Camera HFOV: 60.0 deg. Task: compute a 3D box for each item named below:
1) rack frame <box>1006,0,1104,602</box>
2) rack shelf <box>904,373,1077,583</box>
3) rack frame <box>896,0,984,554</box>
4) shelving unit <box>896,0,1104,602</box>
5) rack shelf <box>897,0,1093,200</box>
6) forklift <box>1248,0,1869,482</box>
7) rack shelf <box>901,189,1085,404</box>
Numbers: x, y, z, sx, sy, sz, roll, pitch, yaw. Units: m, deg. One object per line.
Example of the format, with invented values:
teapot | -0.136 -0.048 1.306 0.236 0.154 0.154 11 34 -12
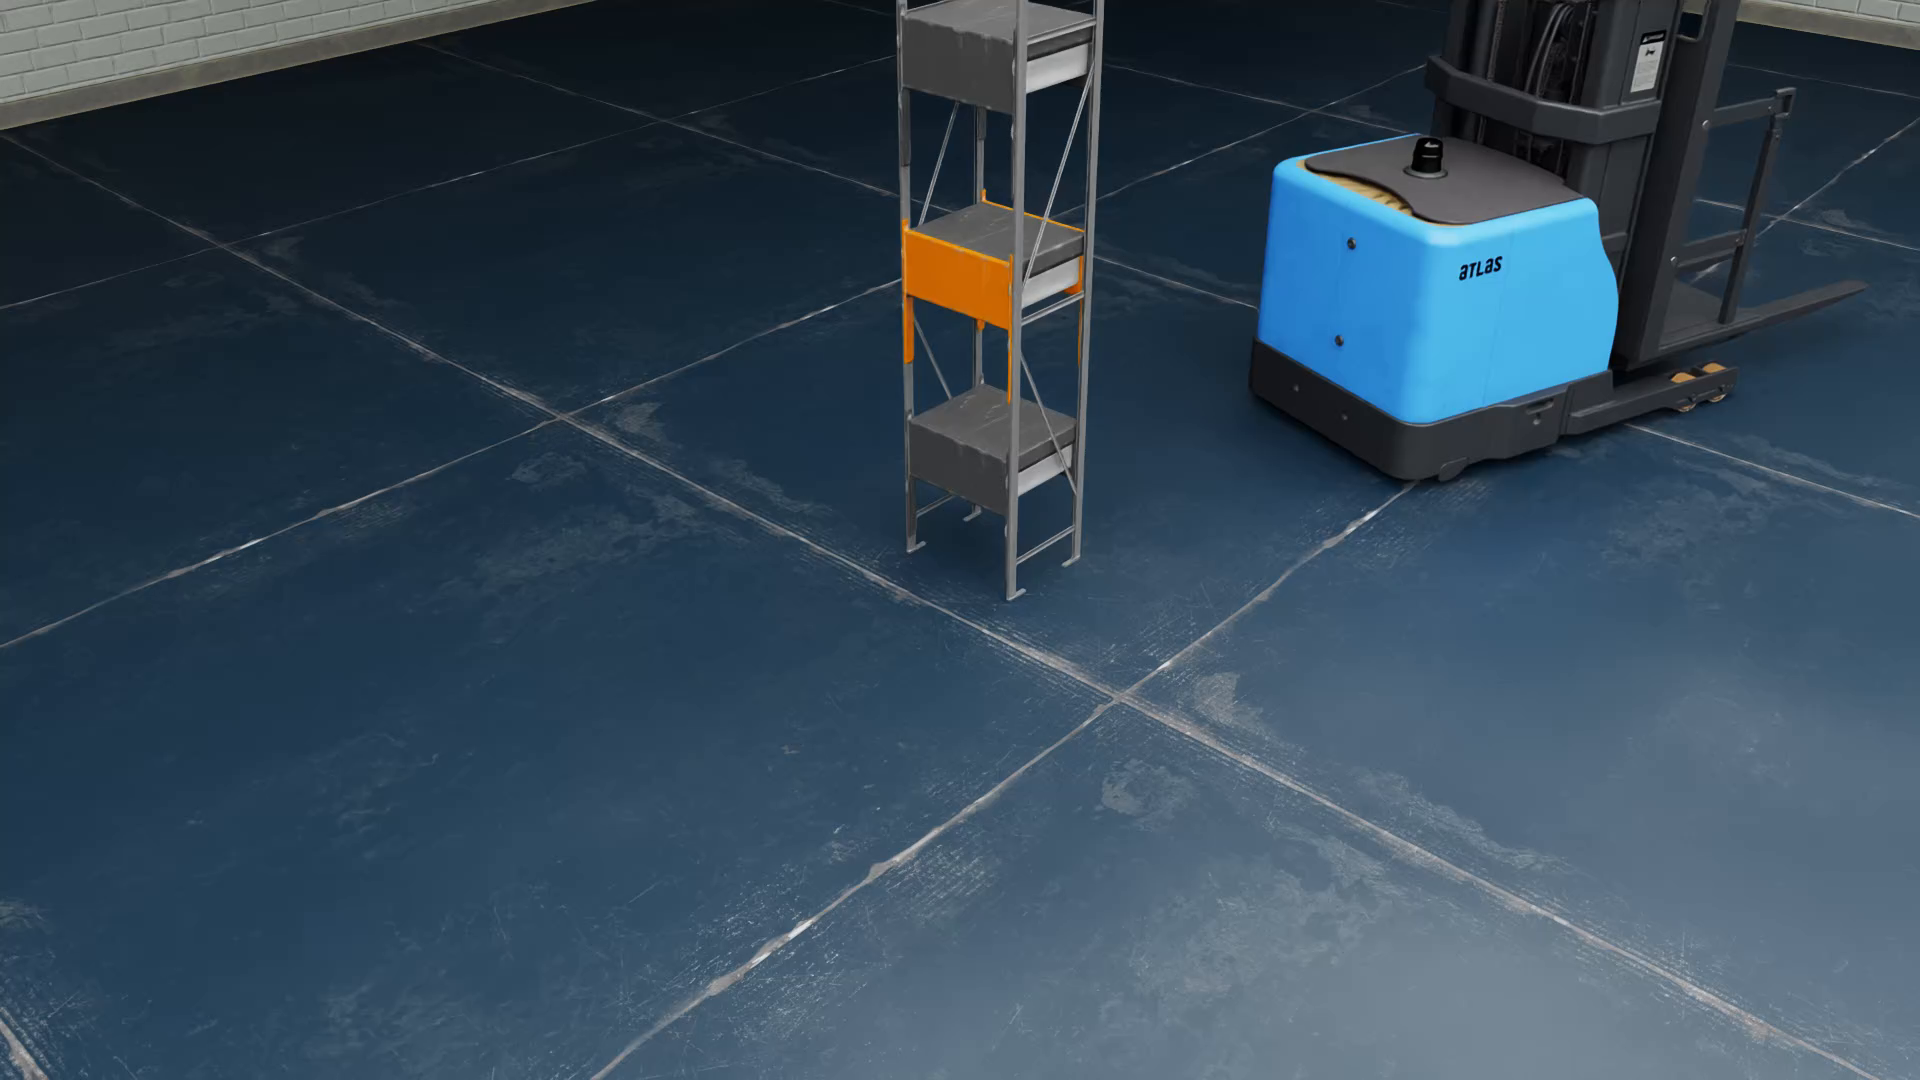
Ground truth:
rack frame | 0.304 -0.758 5.473 0.015 2.100 0.400 25 39 35
rack shelf | 0.123 -0.231 5.981 0.480 0.518 0.431 25 39 35
rack frame | -0.058 -0.927 5.754 0.015 2.100 0.400 25 39 35
shelving unit | 0.123 -0.842 5.613 0.503 2.100 0.431 25 39 35
rack shelf | 0.123 -1.430 5.259 0.480 0.518 0.431 25 39 35
forklift | 2.788 -2.027 6.775 3.031 2.935 1.130 -16 35 -25
rack shelf | 0.123 -0.831 5.620 0.480 0.518 0.431 25 39 35
